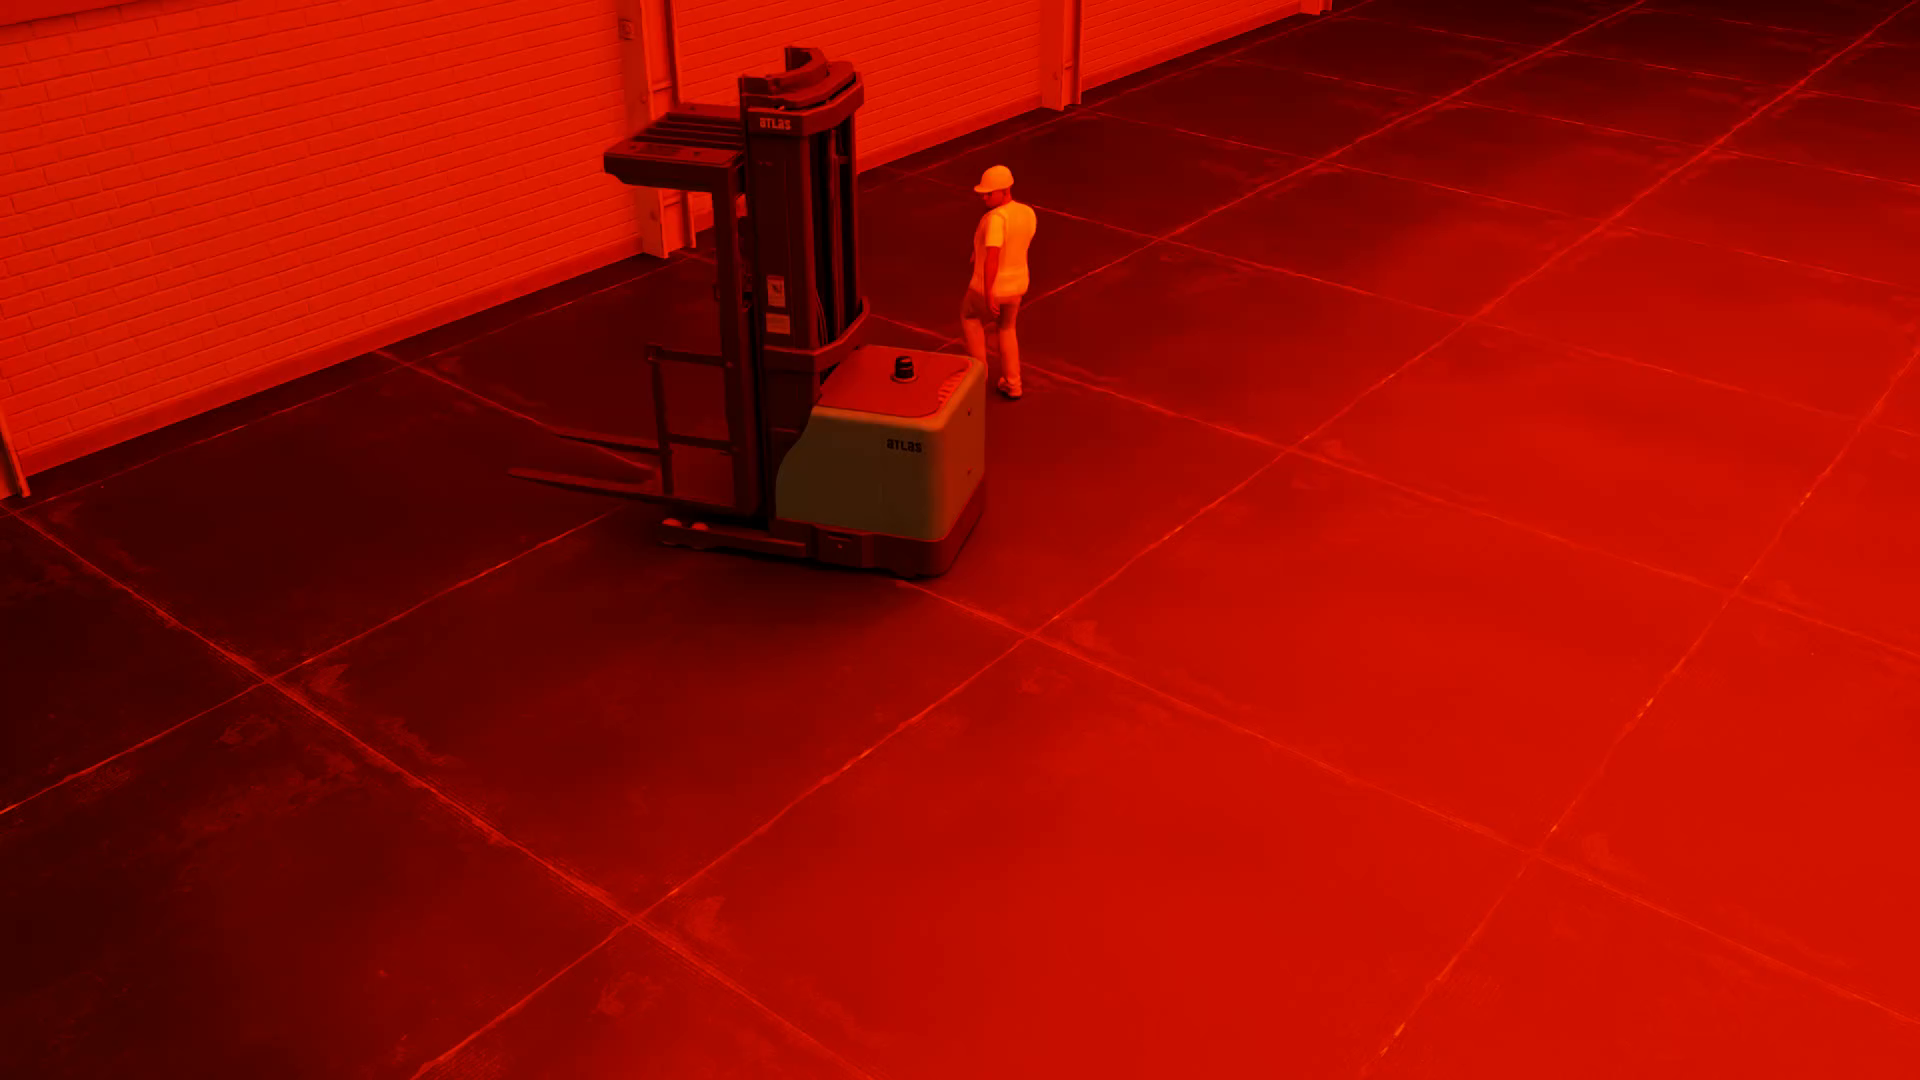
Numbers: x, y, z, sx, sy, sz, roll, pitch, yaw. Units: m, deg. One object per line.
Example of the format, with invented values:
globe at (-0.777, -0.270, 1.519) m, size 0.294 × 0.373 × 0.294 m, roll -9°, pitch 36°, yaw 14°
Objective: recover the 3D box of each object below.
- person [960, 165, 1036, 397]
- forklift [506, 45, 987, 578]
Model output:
person at (0.298, -1.822, 11.992) m, size 0.657 × 1.763 × 0.818 m, roll -16°, pitch 34°, yaw -26°
forklift at (-1.405, -1.449, 10.074) m, size 3.031 × 2.935 × 1.130 m, roll 9°, pitch 31°, yaw 14°
